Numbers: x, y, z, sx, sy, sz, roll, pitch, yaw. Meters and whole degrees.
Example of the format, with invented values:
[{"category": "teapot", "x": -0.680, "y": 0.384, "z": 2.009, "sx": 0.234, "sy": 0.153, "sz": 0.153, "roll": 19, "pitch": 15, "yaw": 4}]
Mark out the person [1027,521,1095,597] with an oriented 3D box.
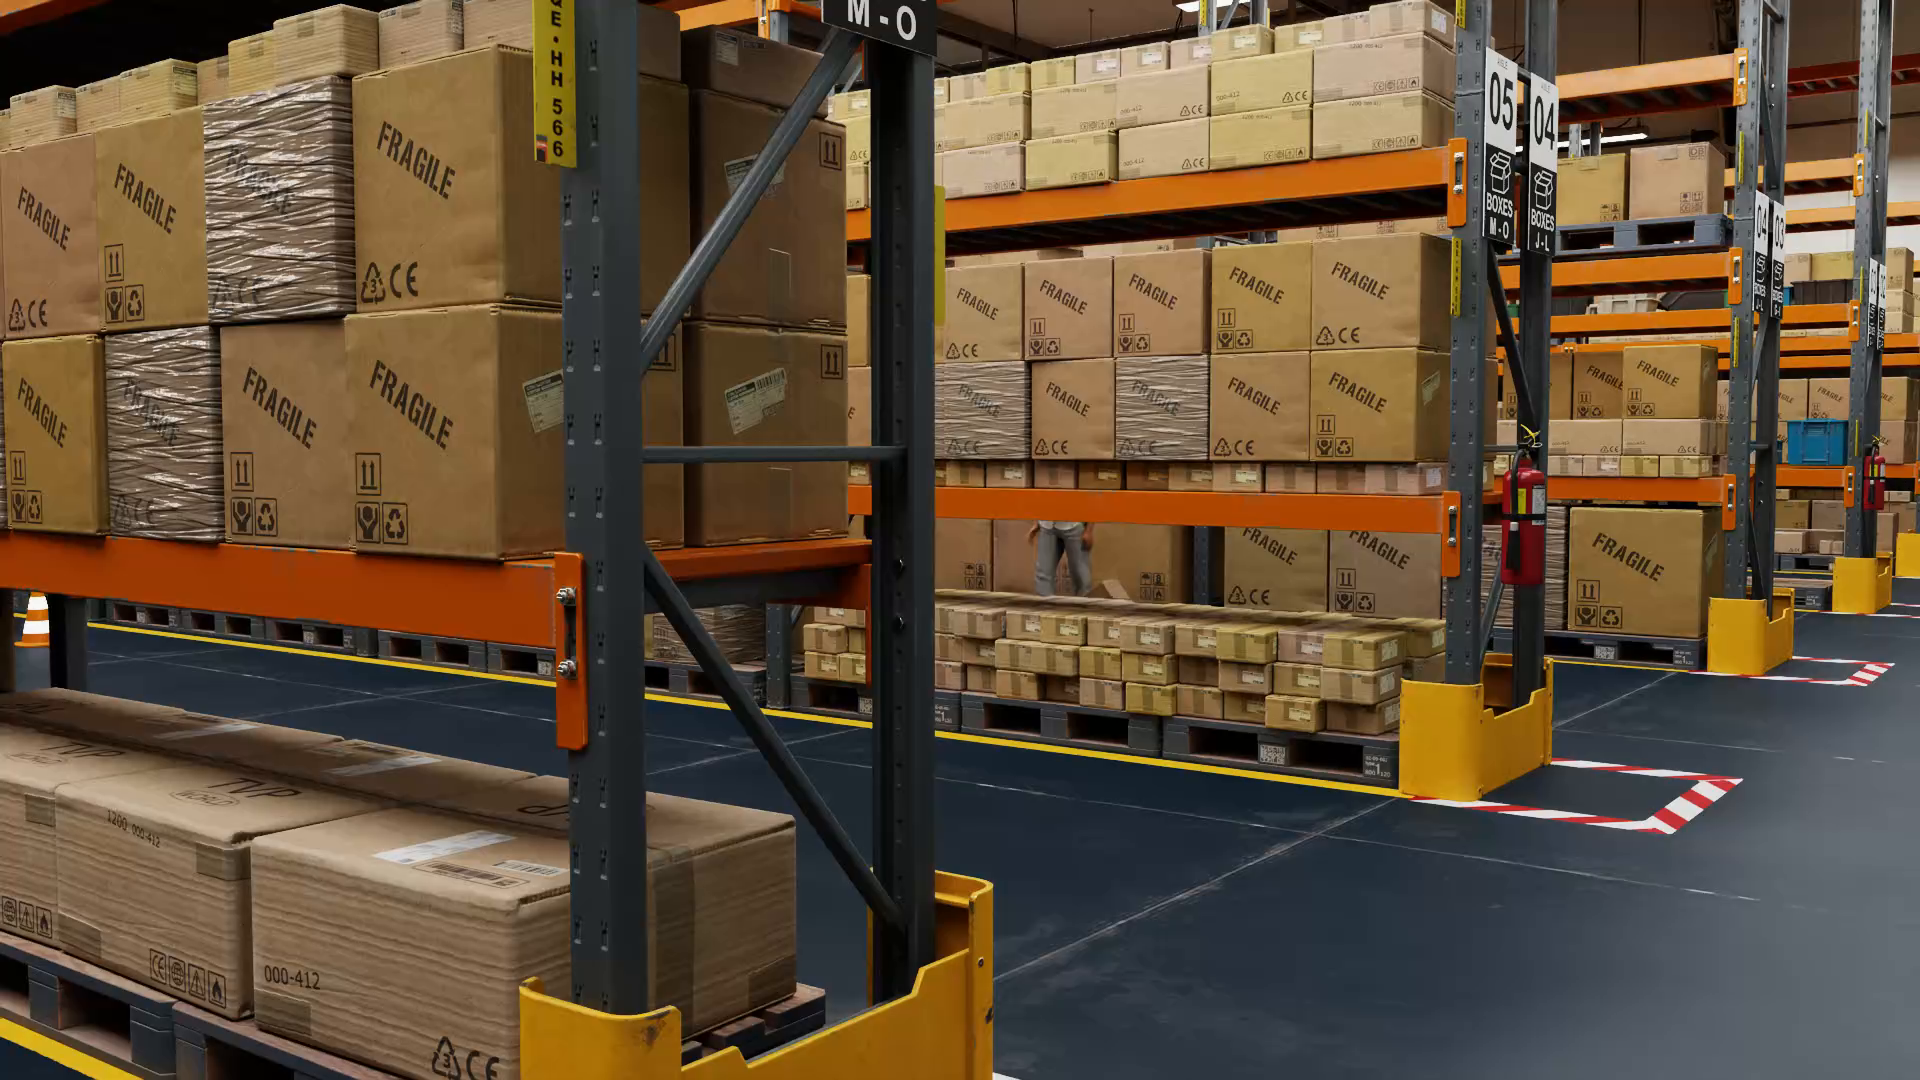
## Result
[{"category": "person", "x": 0.783, "y": -0.057, "z": 12.790, "sx": 0.550, "sy": 1.669, "sz": 0.538, "roll": 2, "pitch": 4, "yaw": 34}]
